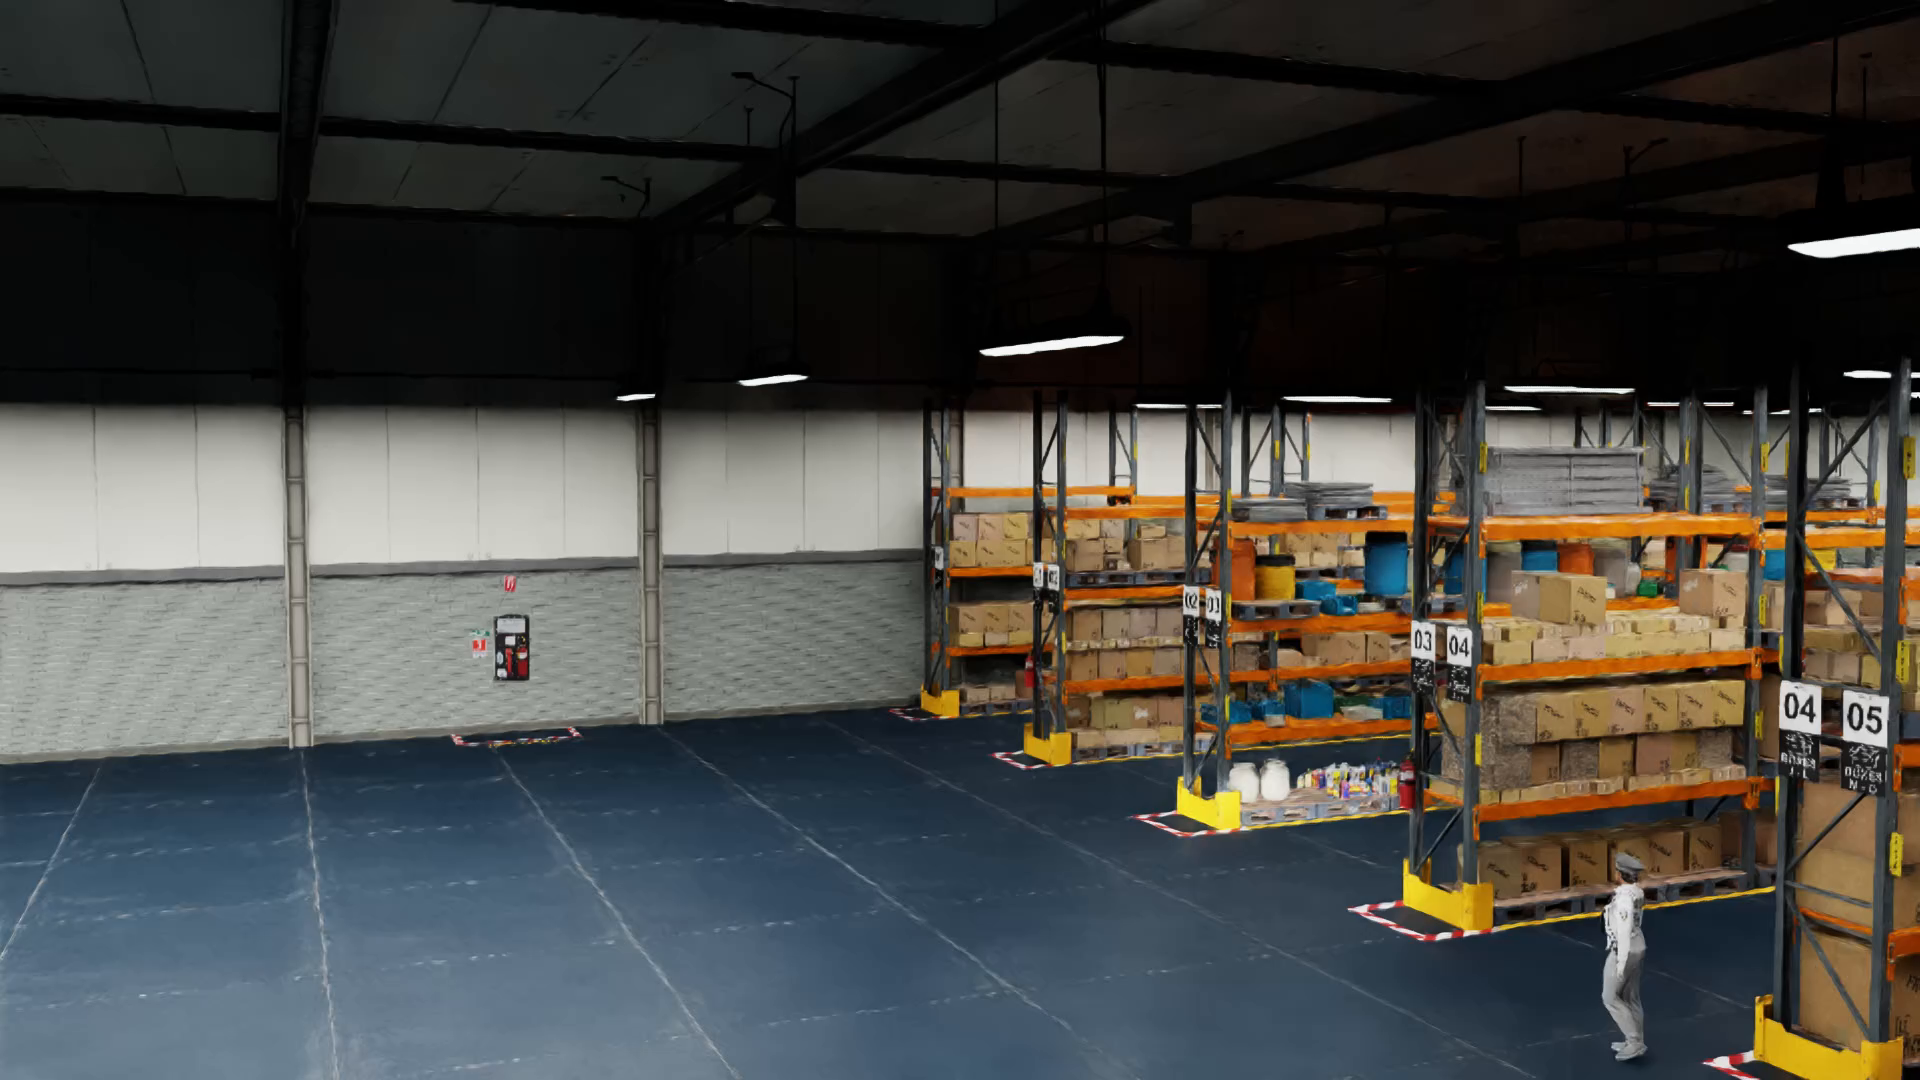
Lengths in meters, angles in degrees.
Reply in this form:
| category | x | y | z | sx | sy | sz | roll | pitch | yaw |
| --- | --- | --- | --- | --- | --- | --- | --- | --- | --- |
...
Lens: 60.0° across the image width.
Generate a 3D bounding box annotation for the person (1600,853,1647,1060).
| category | x | y | z | sx | sy | sz | roll | pitch | yaw |
| --- | --- | --- | --- | --- | --- | --- | --- | --- | --- |
| person | 5.614 | 3.495 | 13.990 | 0.396 | 1.669 | 0.577 | 2 | 4 | 36 |
